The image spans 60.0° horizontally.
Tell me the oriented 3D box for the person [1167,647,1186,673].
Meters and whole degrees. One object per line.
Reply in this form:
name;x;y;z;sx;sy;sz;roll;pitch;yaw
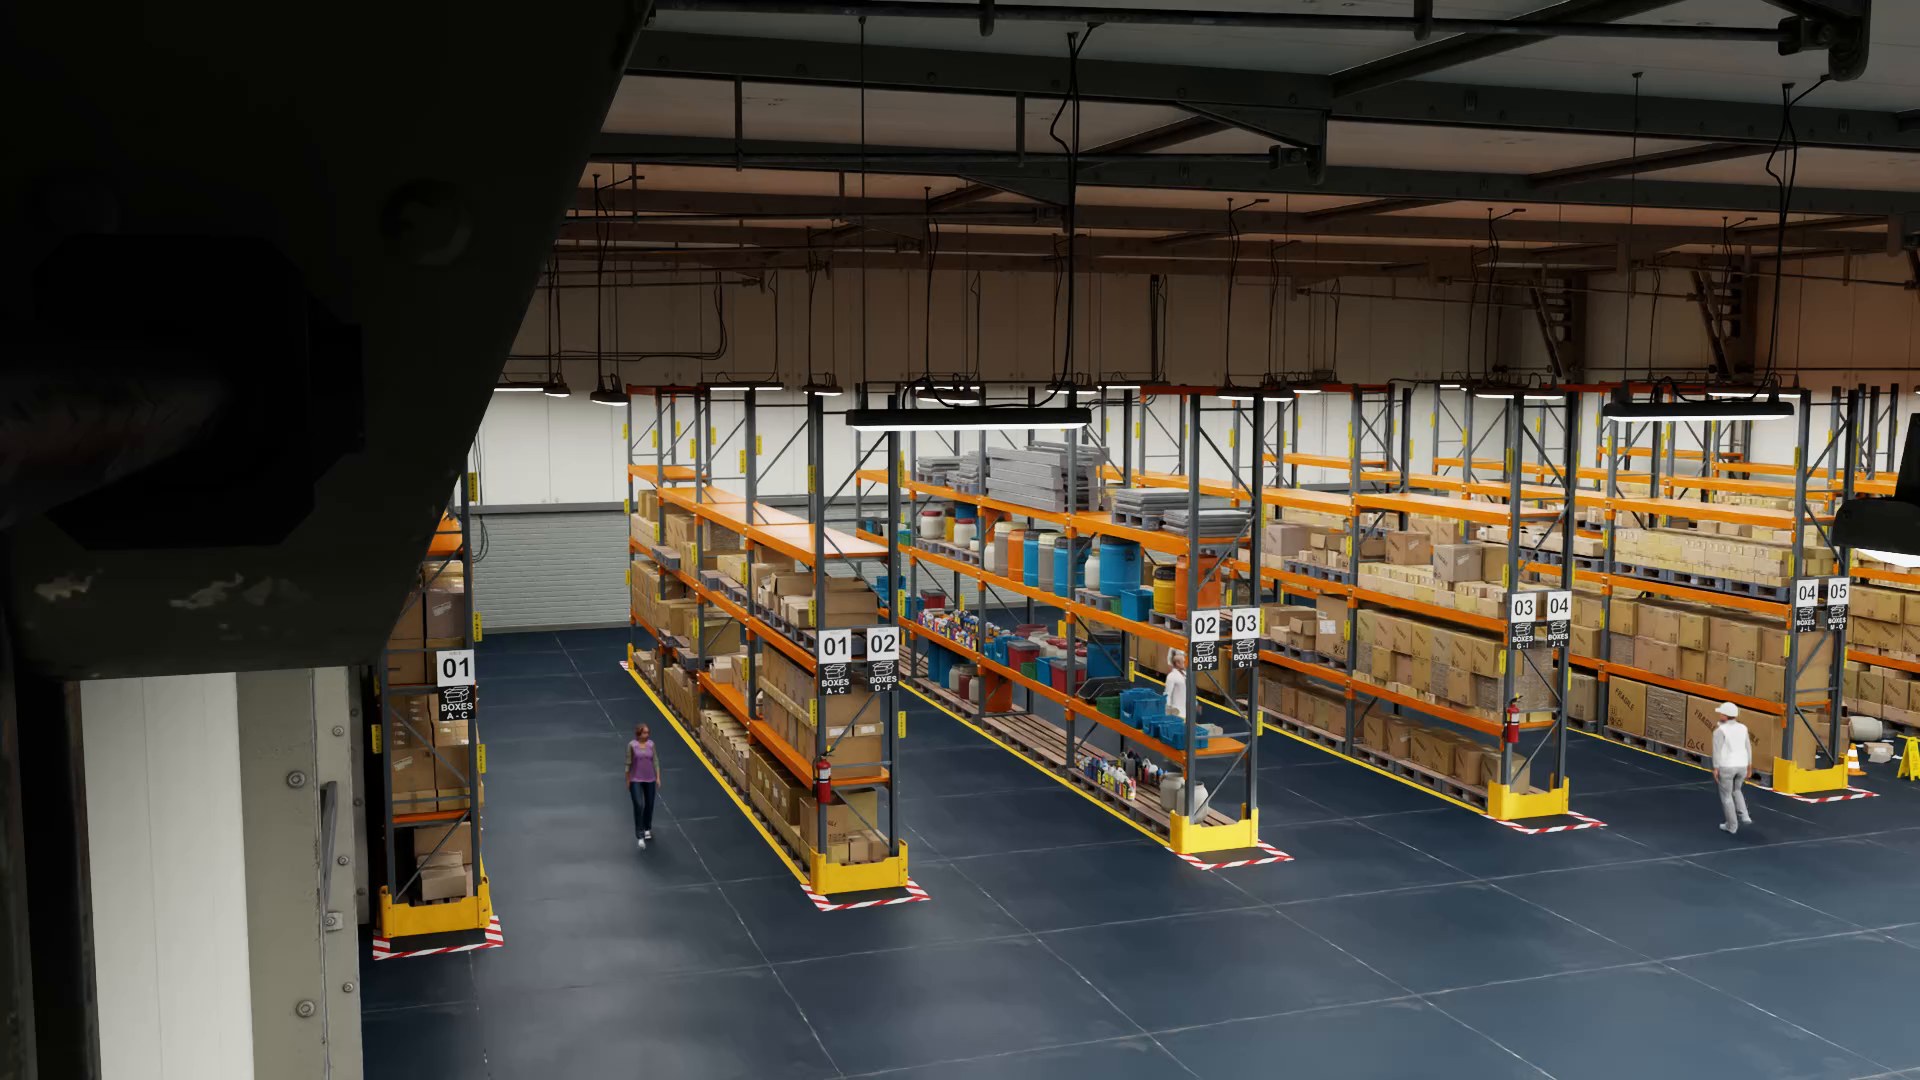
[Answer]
person;4.035;2.418;30.462;0.498;1.565;0.455;-1;6;-6

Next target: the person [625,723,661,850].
person;-4.201;3.280;22.193;0.439;1.565;0.660;-3;6;-25

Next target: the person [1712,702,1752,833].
person;10.543;3.101;22.729;0.571;1.763;0.478;-1;6;-8

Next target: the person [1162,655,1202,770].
person;3.503;2.733;26.330;0.688;1.811;0.661;3;7;28
